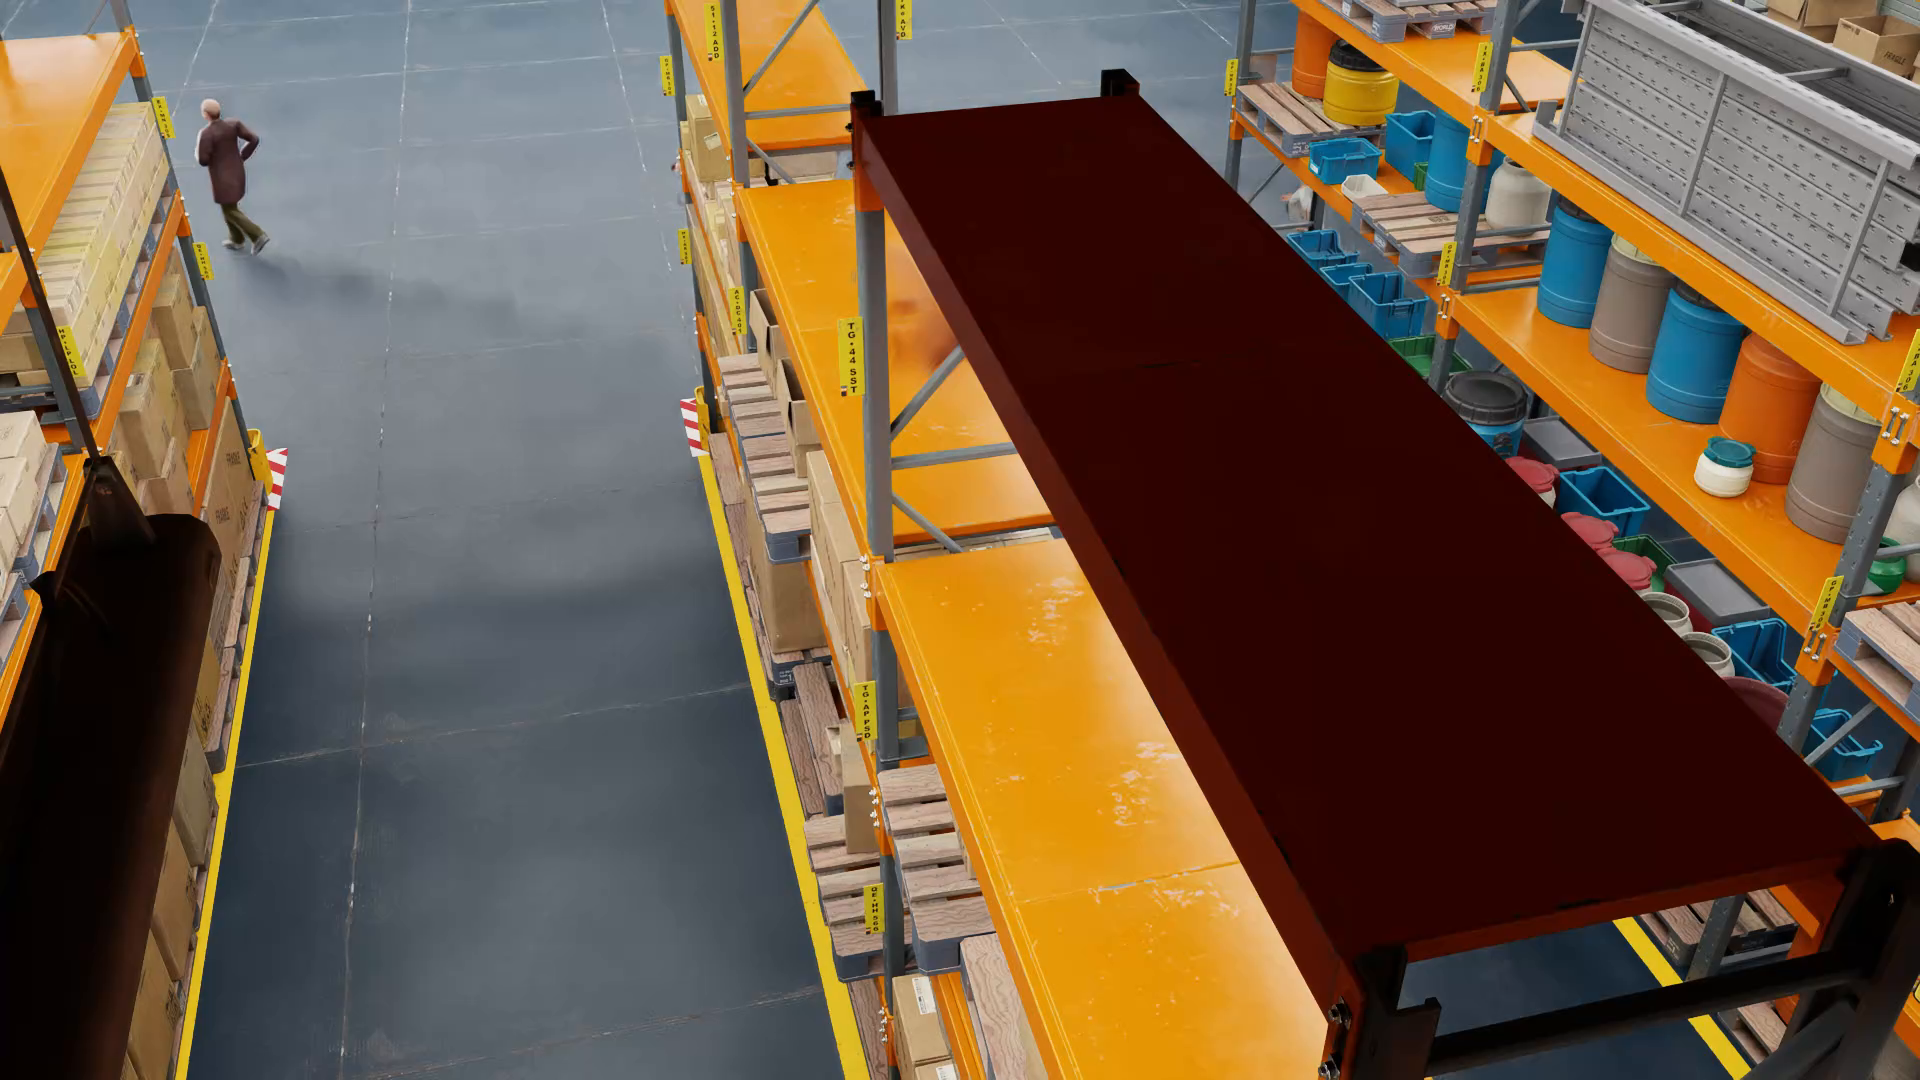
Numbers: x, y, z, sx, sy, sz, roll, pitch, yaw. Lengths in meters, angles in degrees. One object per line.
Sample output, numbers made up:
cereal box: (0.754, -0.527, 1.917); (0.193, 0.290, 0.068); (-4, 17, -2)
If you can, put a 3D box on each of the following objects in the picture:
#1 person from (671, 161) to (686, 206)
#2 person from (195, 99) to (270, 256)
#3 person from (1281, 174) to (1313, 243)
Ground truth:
person: (-2.884, -4.002, 18.448); (0.591, 1.682, 0.658); (5, 35, 8)
person: (-8.039, -3.990, 18.348); (0.903, 1.782, 0.713); (15, 37, 21)
person: (3.560, -3.098, 17.144); (0.800, 1.714, 0.572); (26, 42, 32)
